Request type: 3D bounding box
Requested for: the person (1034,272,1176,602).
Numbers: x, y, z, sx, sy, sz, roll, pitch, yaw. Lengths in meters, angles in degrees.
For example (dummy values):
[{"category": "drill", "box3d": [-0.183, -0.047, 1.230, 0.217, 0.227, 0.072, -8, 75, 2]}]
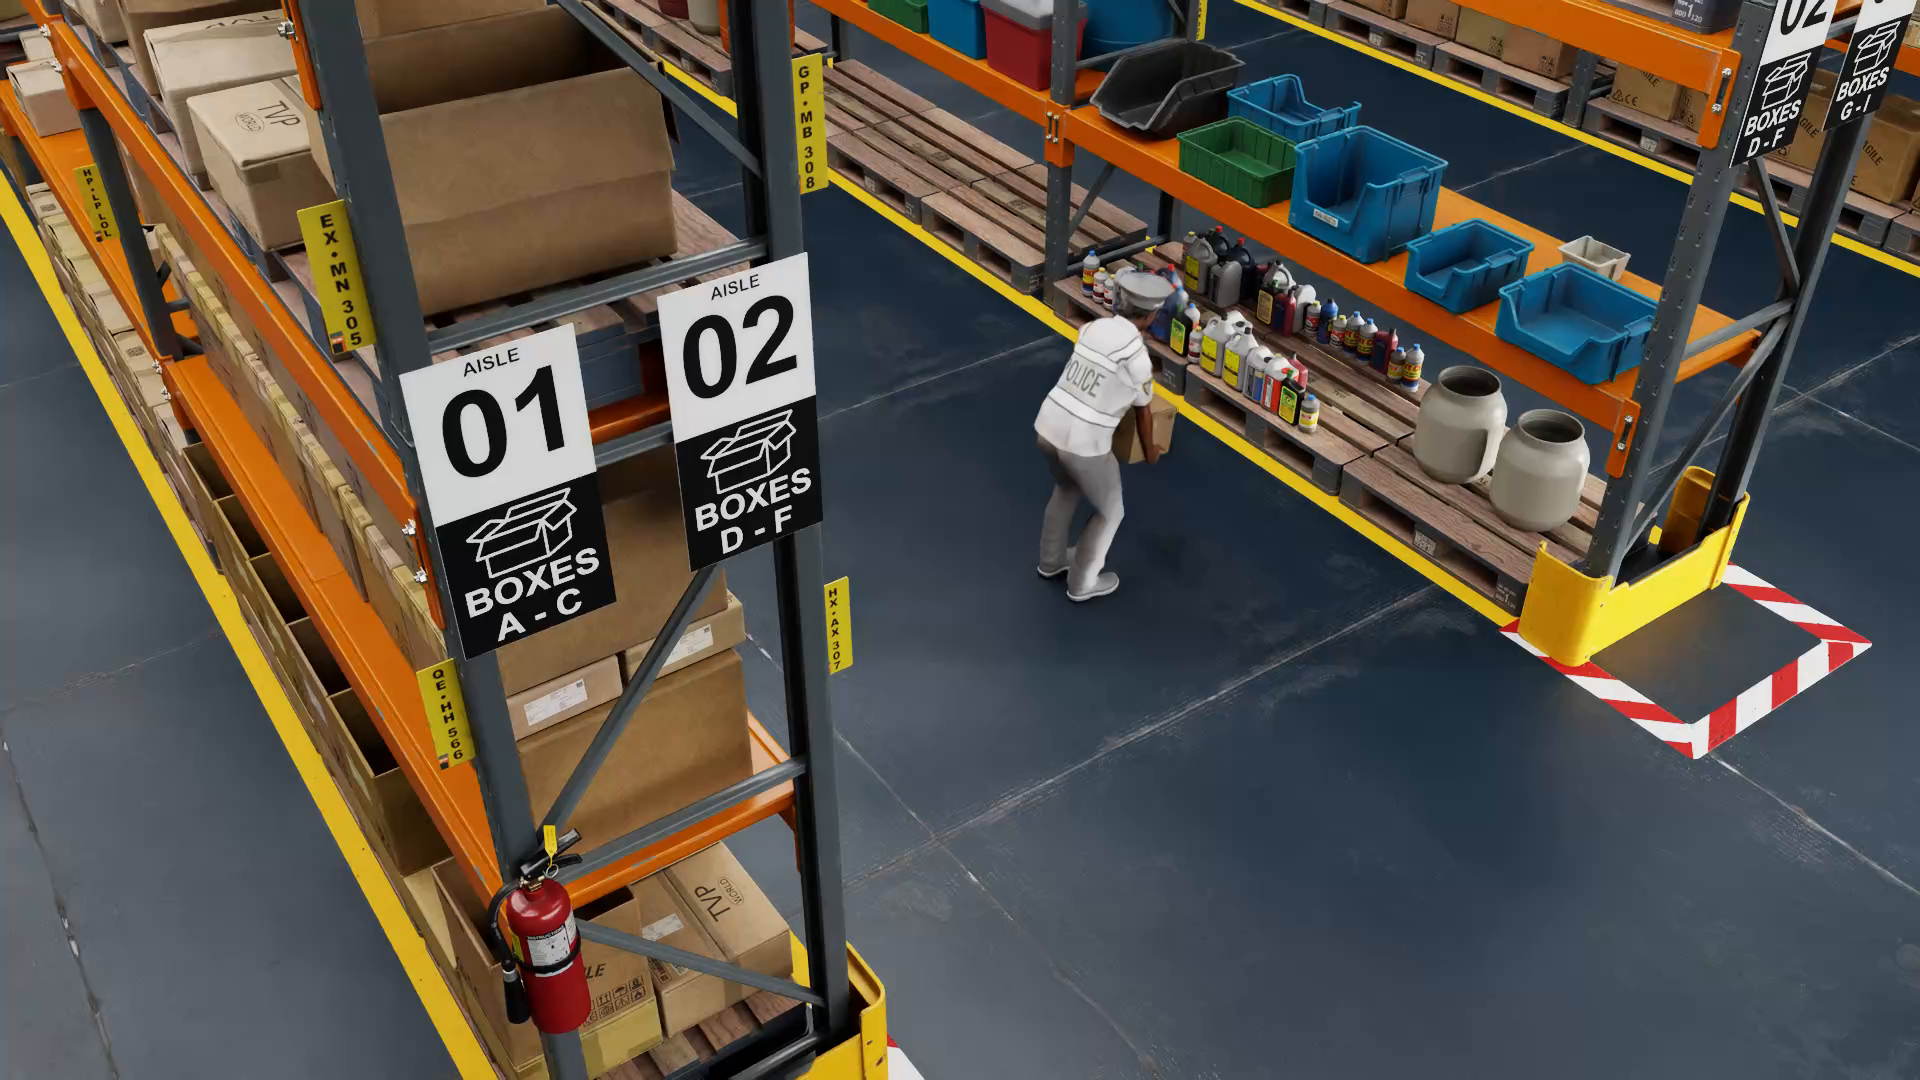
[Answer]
[{"category": "person", "box3d": [0.662, -0.468, 7.742, 0.668, 1.540, 0.414, -24, 43, -28]}]
